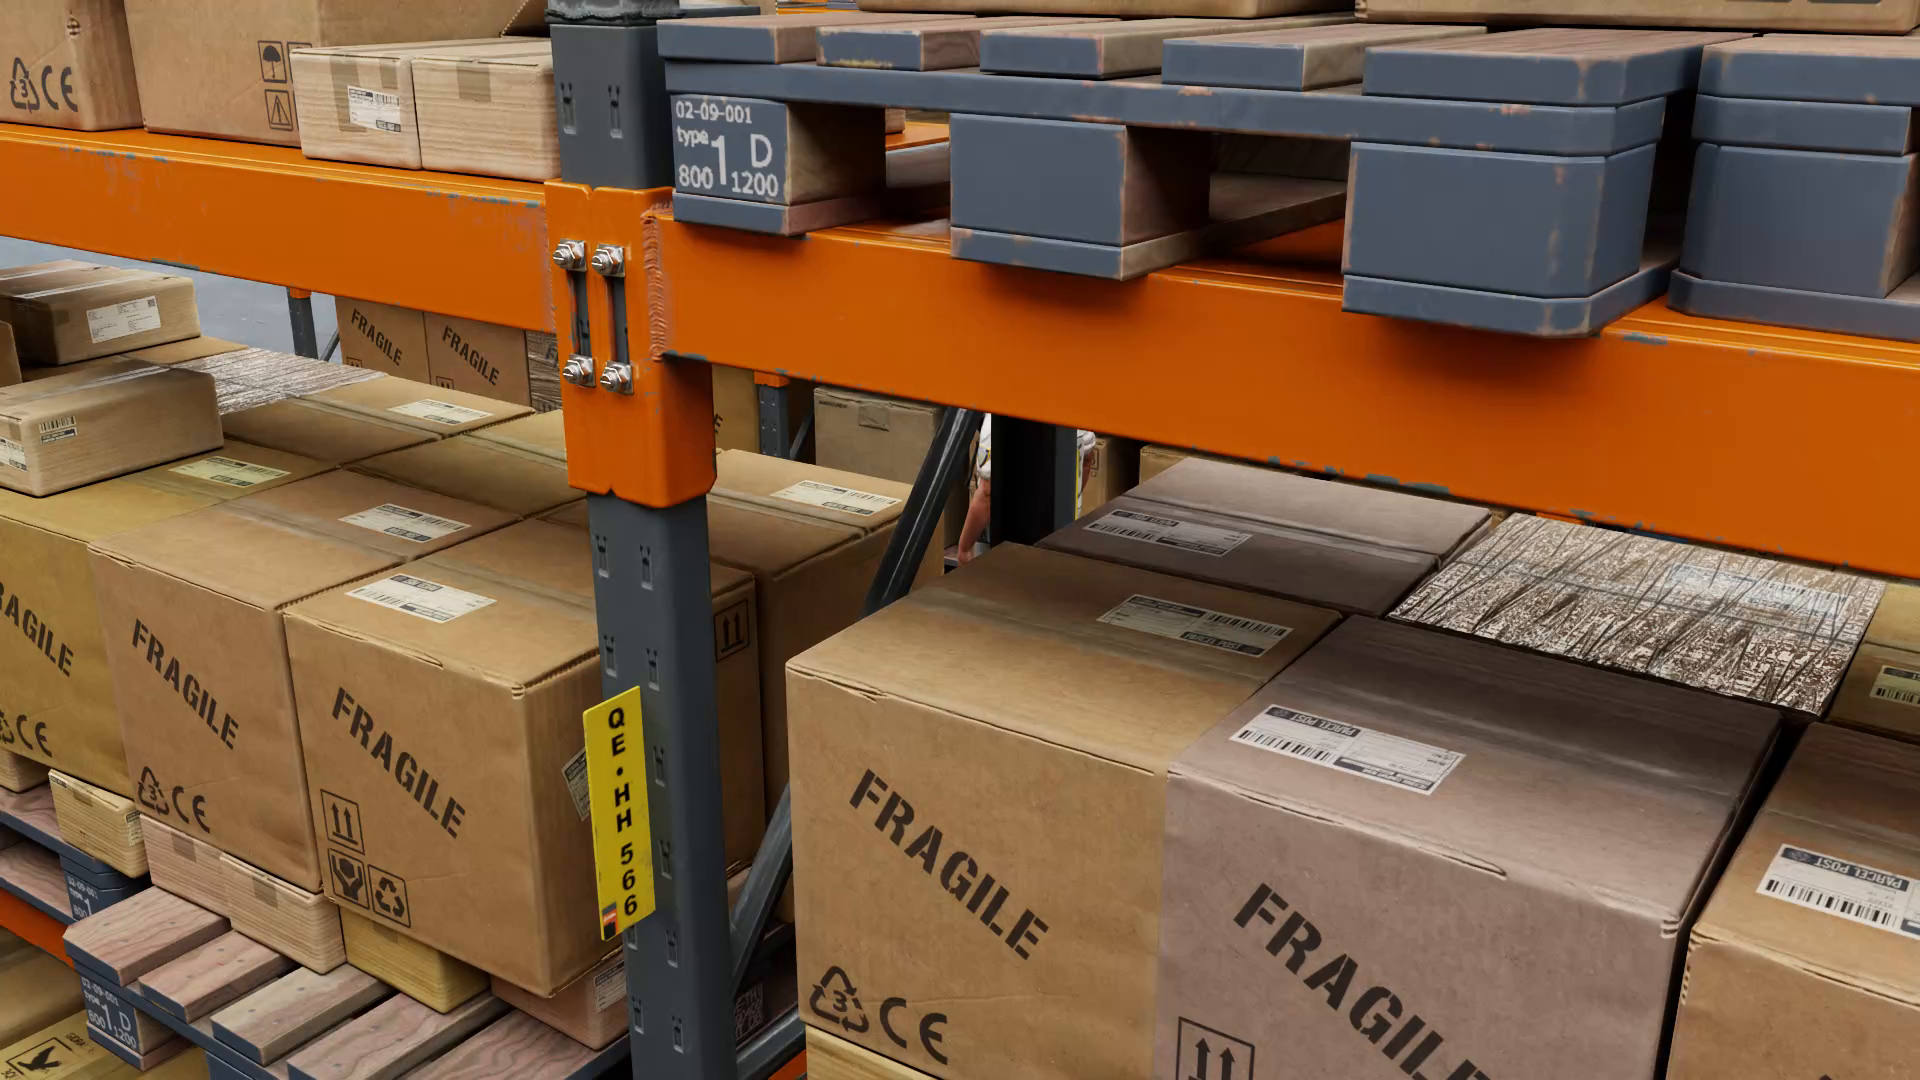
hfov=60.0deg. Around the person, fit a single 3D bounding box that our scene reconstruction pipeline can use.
[{"bbox_3d":[0.200,-0.059,6.657,0.641,1.779,0.574,-18,26,-40],"label":"person"}]
